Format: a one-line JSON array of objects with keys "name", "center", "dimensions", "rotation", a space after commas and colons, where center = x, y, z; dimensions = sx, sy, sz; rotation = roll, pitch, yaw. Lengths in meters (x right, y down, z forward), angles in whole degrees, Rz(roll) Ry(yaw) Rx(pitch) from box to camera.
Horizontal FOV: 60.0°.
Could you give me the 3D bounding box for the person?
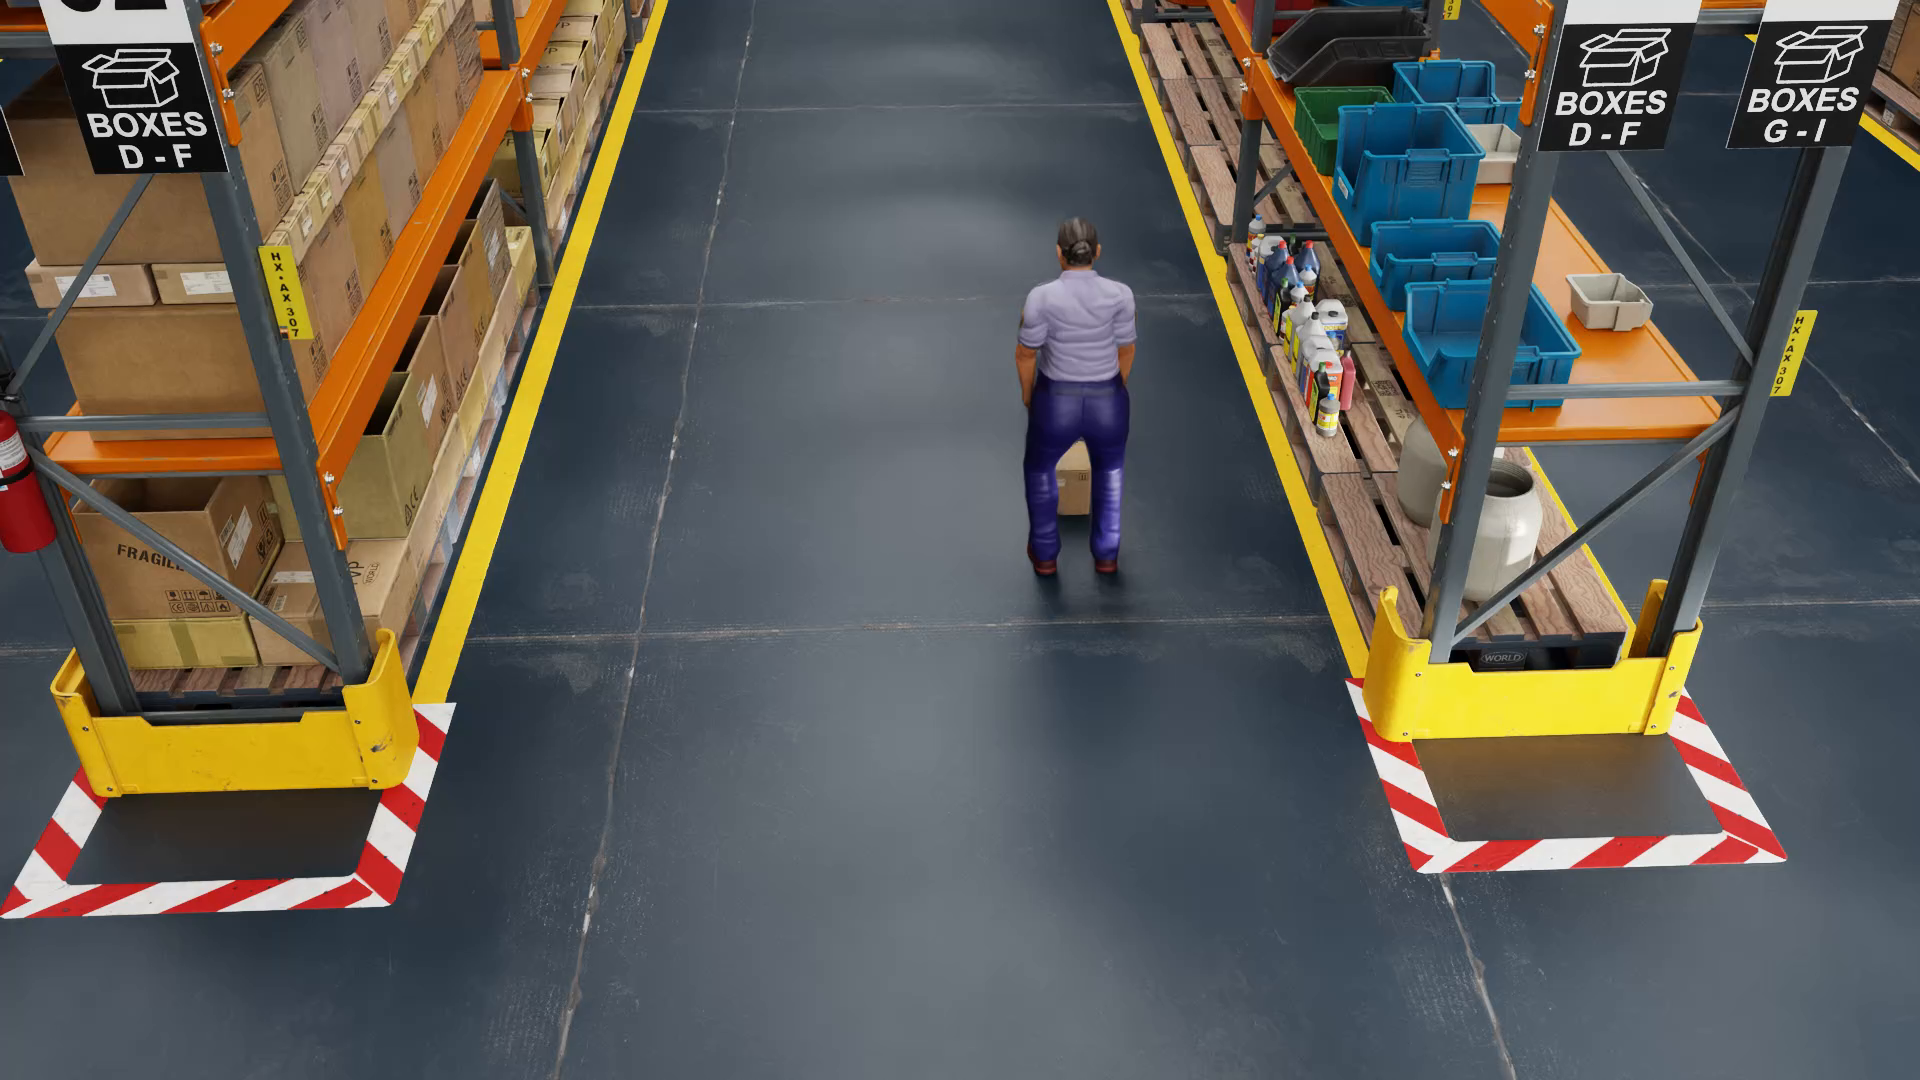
[{"name": "person", "center": [0.491, -0.286, 7.392], "dimensions": [0.520, 0.801, 0.858], "rotation": [-2, 36, -3]}]
